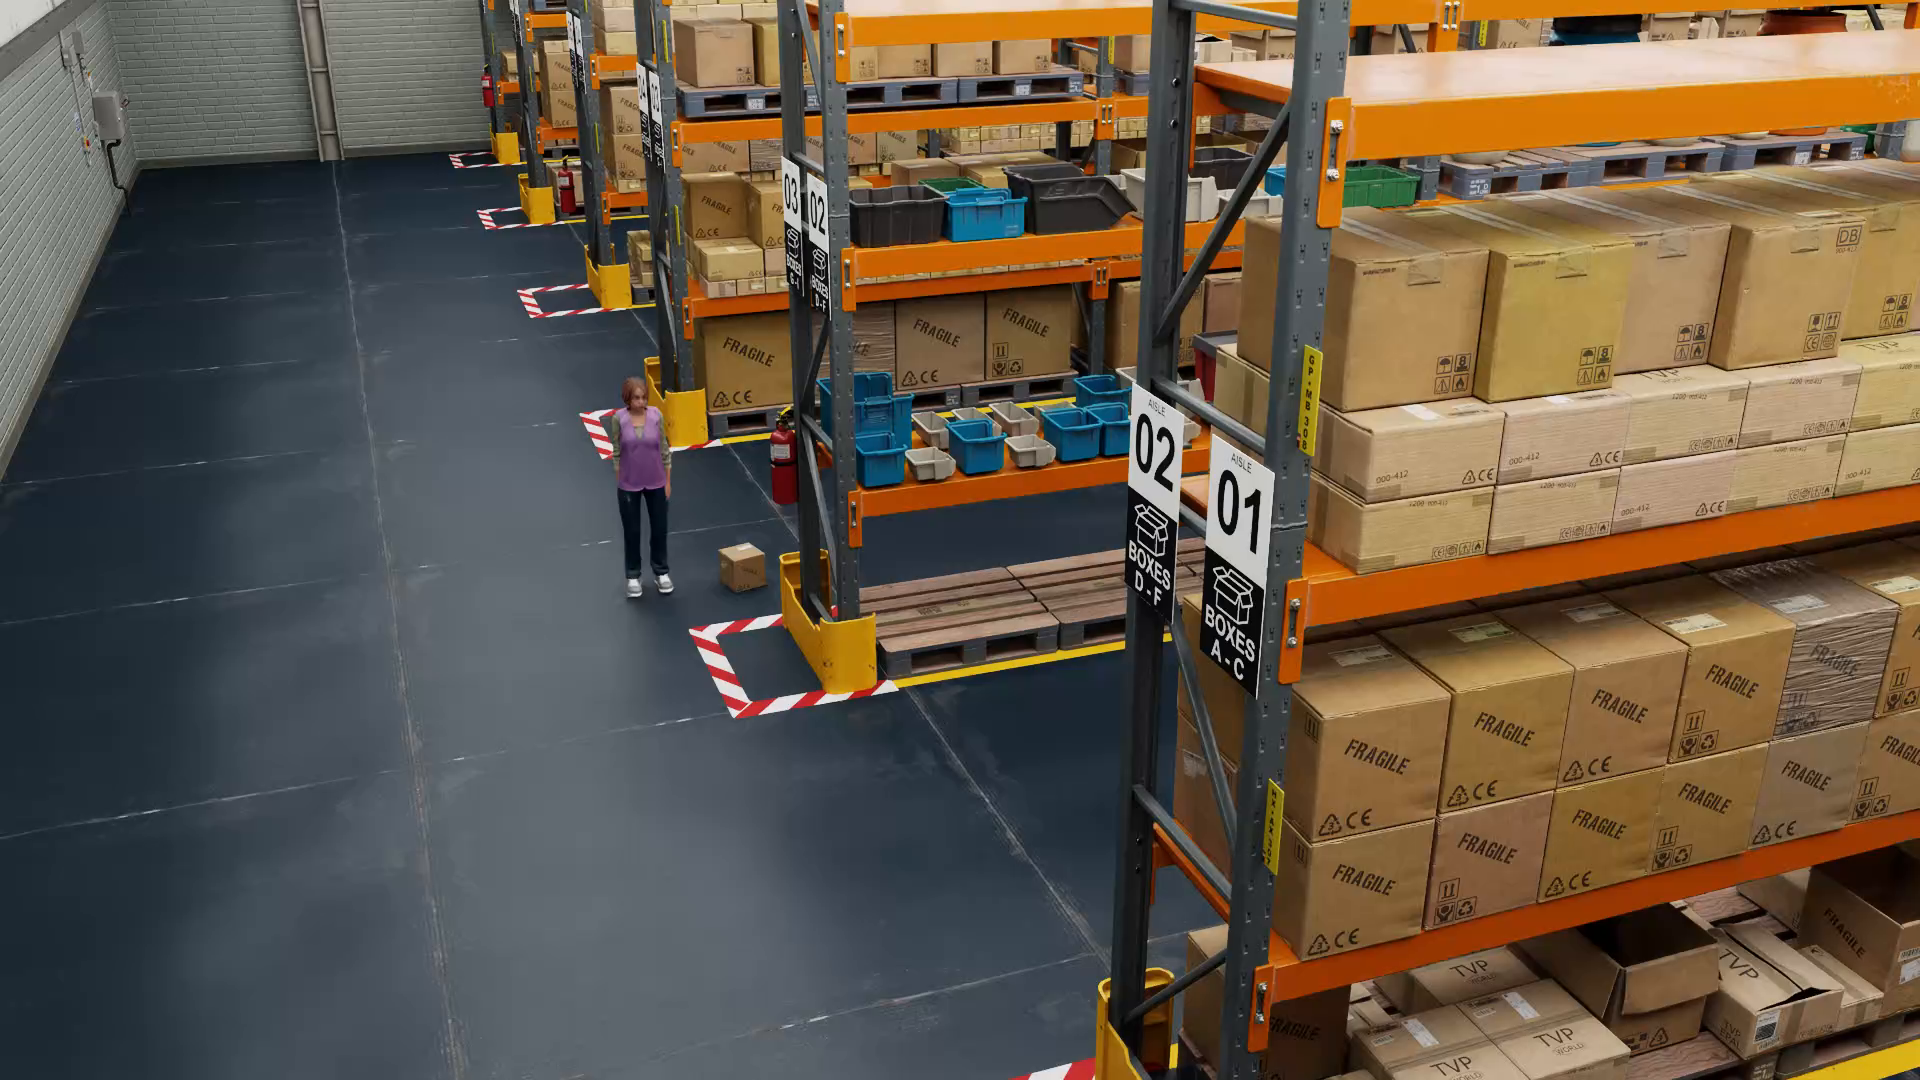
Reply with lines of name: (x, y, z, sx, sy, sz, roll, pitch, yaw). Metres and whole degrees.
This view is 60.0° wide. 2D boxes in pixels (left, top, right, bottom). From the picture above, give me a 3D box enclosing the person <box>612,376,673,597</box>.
person: (-2.226, -0.382, 11.727, 0.405, 1.597, 0.309, -8, 24, -18)
